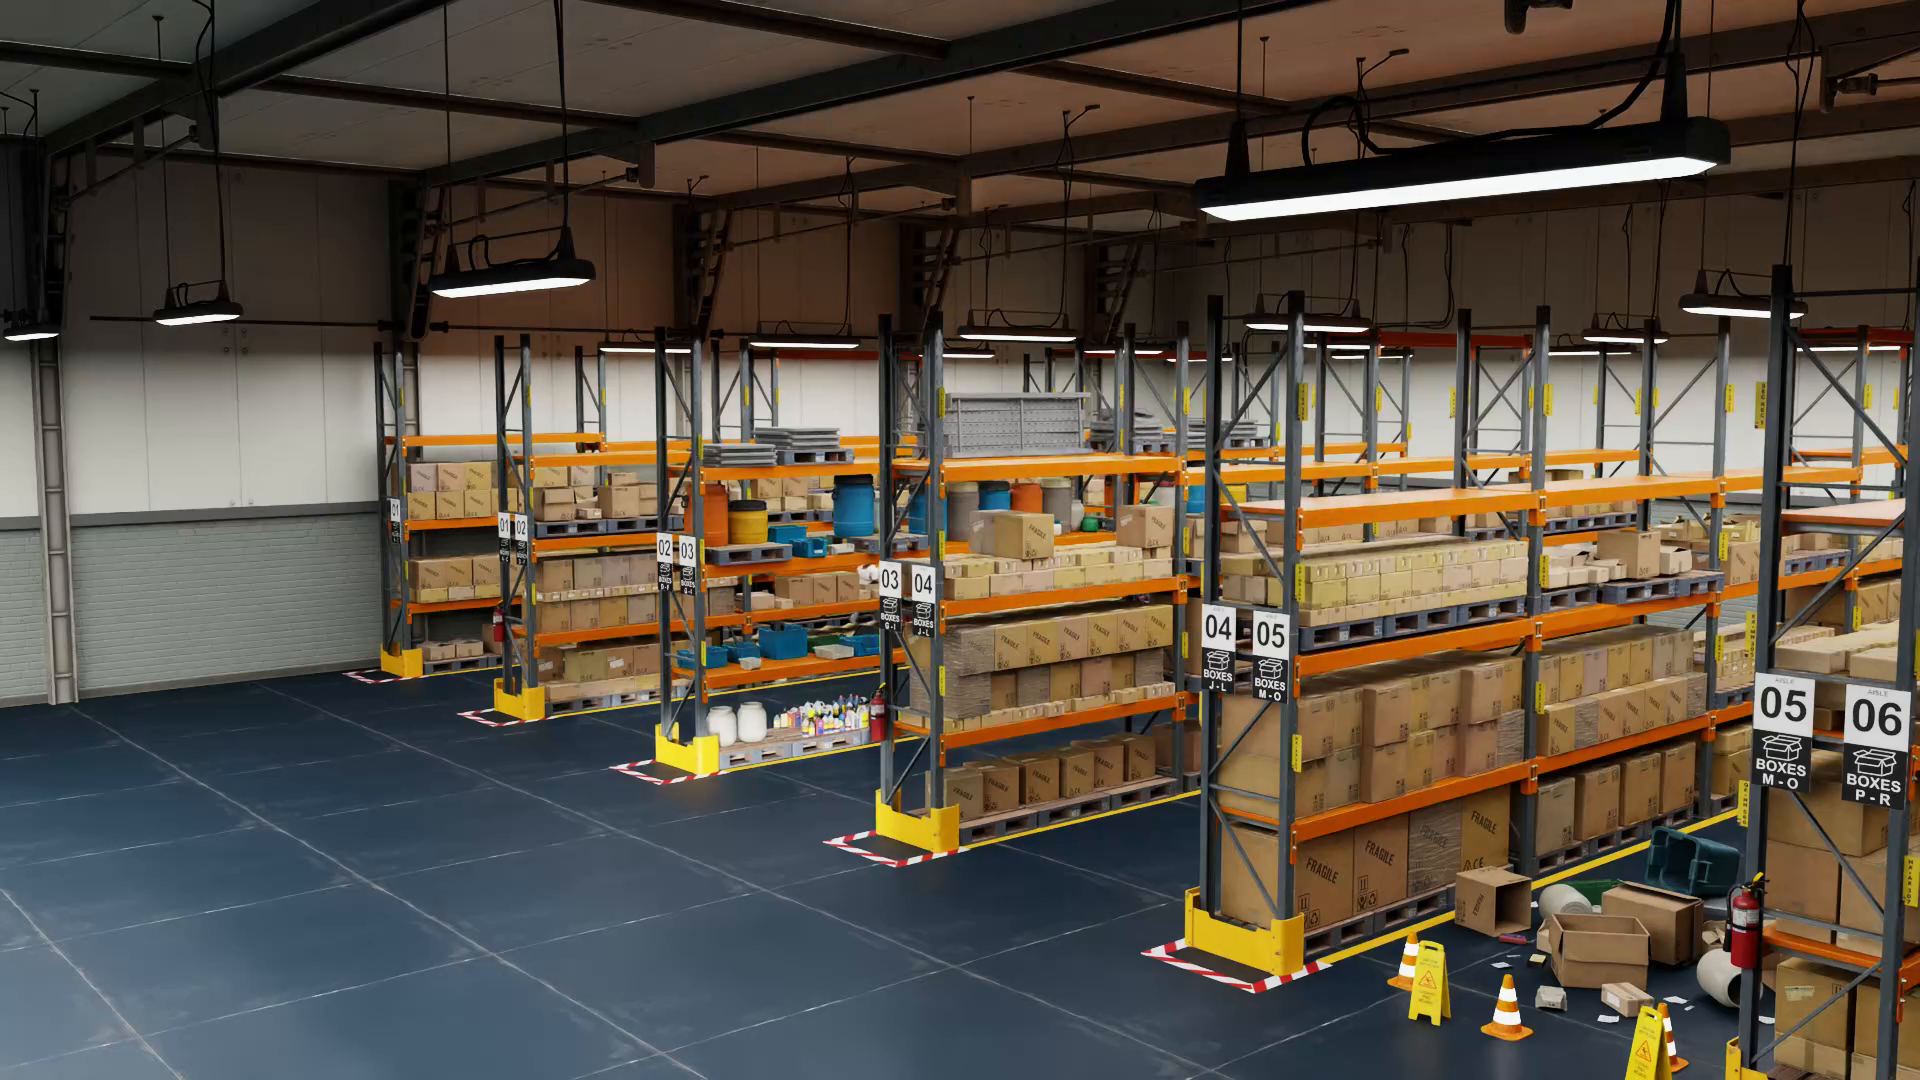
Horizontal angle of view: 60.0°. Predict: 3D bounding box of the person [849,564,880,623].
[{"bbox_3d":[-2.044,1.101,34.943,0.657,1.695,1.067,4,7,40],"label":"person"}]
